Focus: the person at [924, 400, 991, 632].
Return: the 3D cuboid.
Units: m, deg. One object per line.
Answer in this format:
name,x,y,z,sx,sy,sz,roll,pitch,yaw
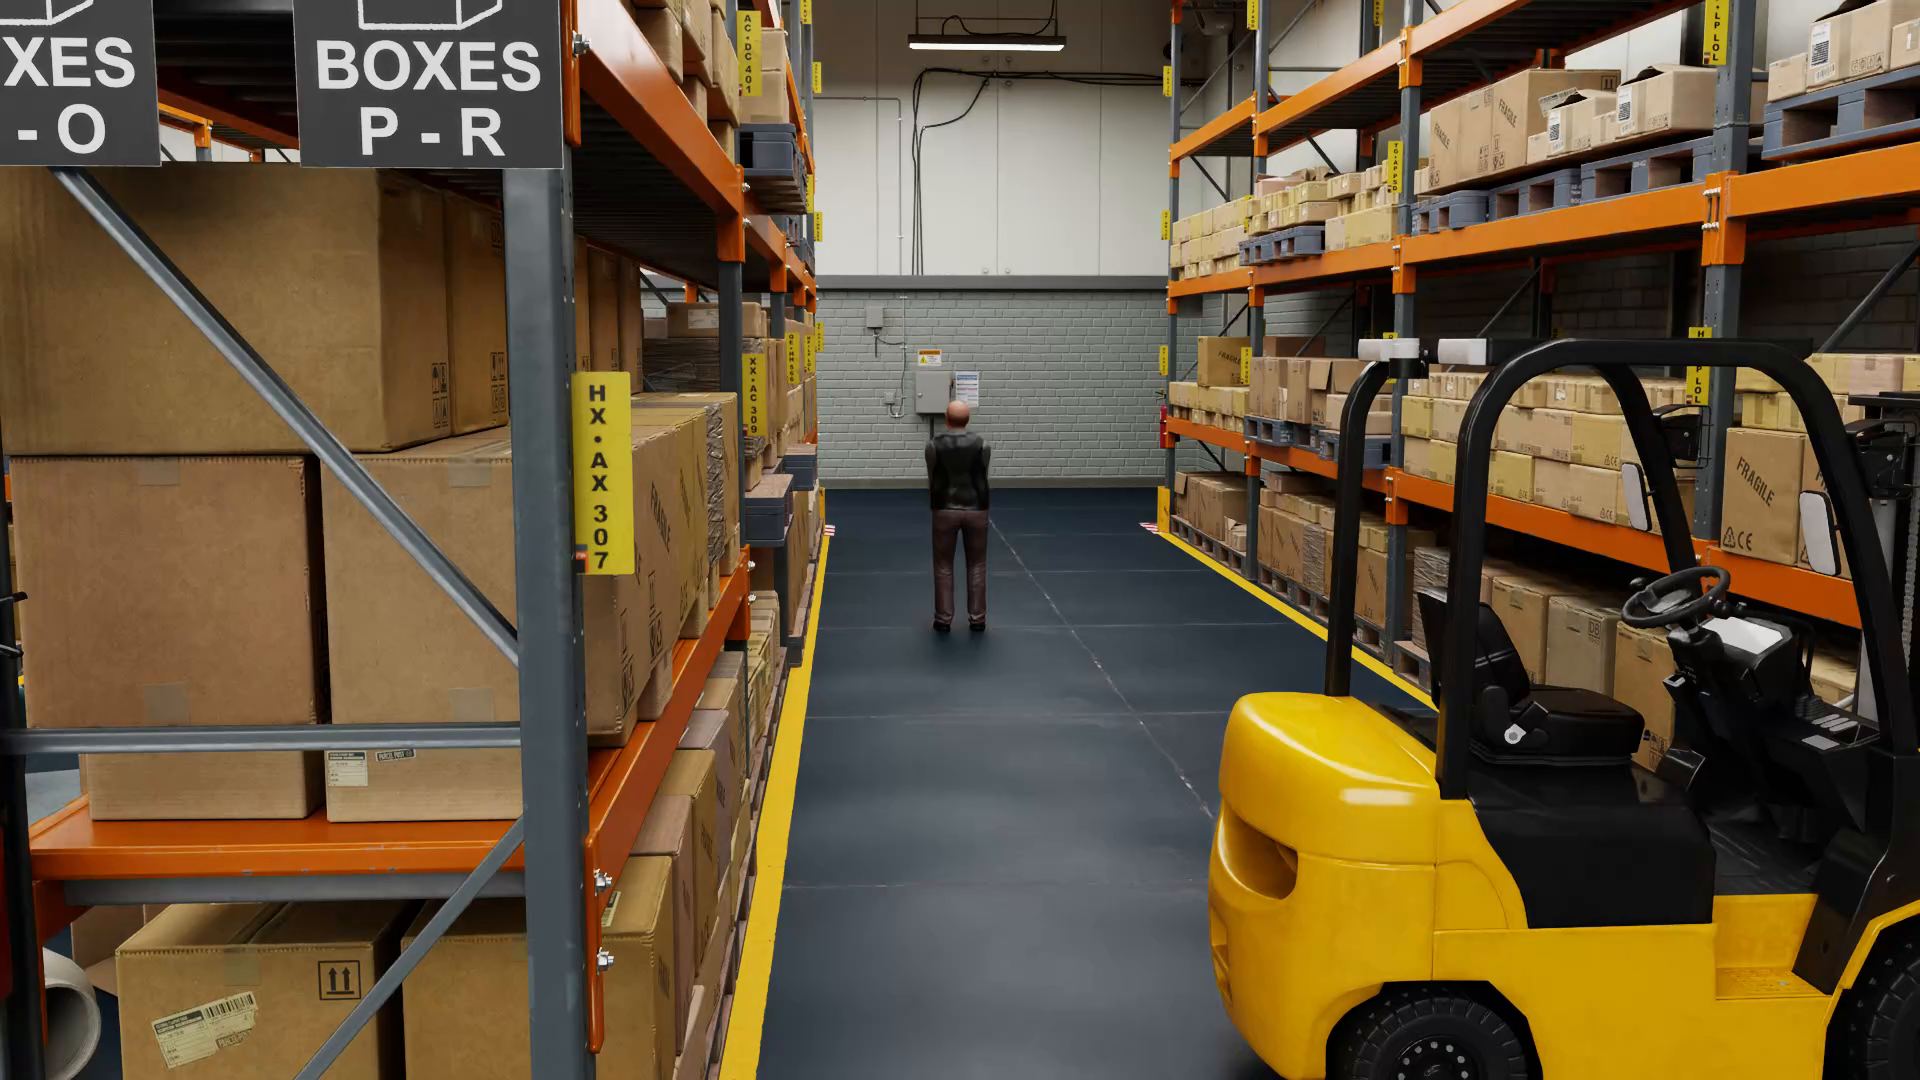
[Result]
person,-0.022,-0.191,12.477,0.495,1.718,0.555,0,7,-3
